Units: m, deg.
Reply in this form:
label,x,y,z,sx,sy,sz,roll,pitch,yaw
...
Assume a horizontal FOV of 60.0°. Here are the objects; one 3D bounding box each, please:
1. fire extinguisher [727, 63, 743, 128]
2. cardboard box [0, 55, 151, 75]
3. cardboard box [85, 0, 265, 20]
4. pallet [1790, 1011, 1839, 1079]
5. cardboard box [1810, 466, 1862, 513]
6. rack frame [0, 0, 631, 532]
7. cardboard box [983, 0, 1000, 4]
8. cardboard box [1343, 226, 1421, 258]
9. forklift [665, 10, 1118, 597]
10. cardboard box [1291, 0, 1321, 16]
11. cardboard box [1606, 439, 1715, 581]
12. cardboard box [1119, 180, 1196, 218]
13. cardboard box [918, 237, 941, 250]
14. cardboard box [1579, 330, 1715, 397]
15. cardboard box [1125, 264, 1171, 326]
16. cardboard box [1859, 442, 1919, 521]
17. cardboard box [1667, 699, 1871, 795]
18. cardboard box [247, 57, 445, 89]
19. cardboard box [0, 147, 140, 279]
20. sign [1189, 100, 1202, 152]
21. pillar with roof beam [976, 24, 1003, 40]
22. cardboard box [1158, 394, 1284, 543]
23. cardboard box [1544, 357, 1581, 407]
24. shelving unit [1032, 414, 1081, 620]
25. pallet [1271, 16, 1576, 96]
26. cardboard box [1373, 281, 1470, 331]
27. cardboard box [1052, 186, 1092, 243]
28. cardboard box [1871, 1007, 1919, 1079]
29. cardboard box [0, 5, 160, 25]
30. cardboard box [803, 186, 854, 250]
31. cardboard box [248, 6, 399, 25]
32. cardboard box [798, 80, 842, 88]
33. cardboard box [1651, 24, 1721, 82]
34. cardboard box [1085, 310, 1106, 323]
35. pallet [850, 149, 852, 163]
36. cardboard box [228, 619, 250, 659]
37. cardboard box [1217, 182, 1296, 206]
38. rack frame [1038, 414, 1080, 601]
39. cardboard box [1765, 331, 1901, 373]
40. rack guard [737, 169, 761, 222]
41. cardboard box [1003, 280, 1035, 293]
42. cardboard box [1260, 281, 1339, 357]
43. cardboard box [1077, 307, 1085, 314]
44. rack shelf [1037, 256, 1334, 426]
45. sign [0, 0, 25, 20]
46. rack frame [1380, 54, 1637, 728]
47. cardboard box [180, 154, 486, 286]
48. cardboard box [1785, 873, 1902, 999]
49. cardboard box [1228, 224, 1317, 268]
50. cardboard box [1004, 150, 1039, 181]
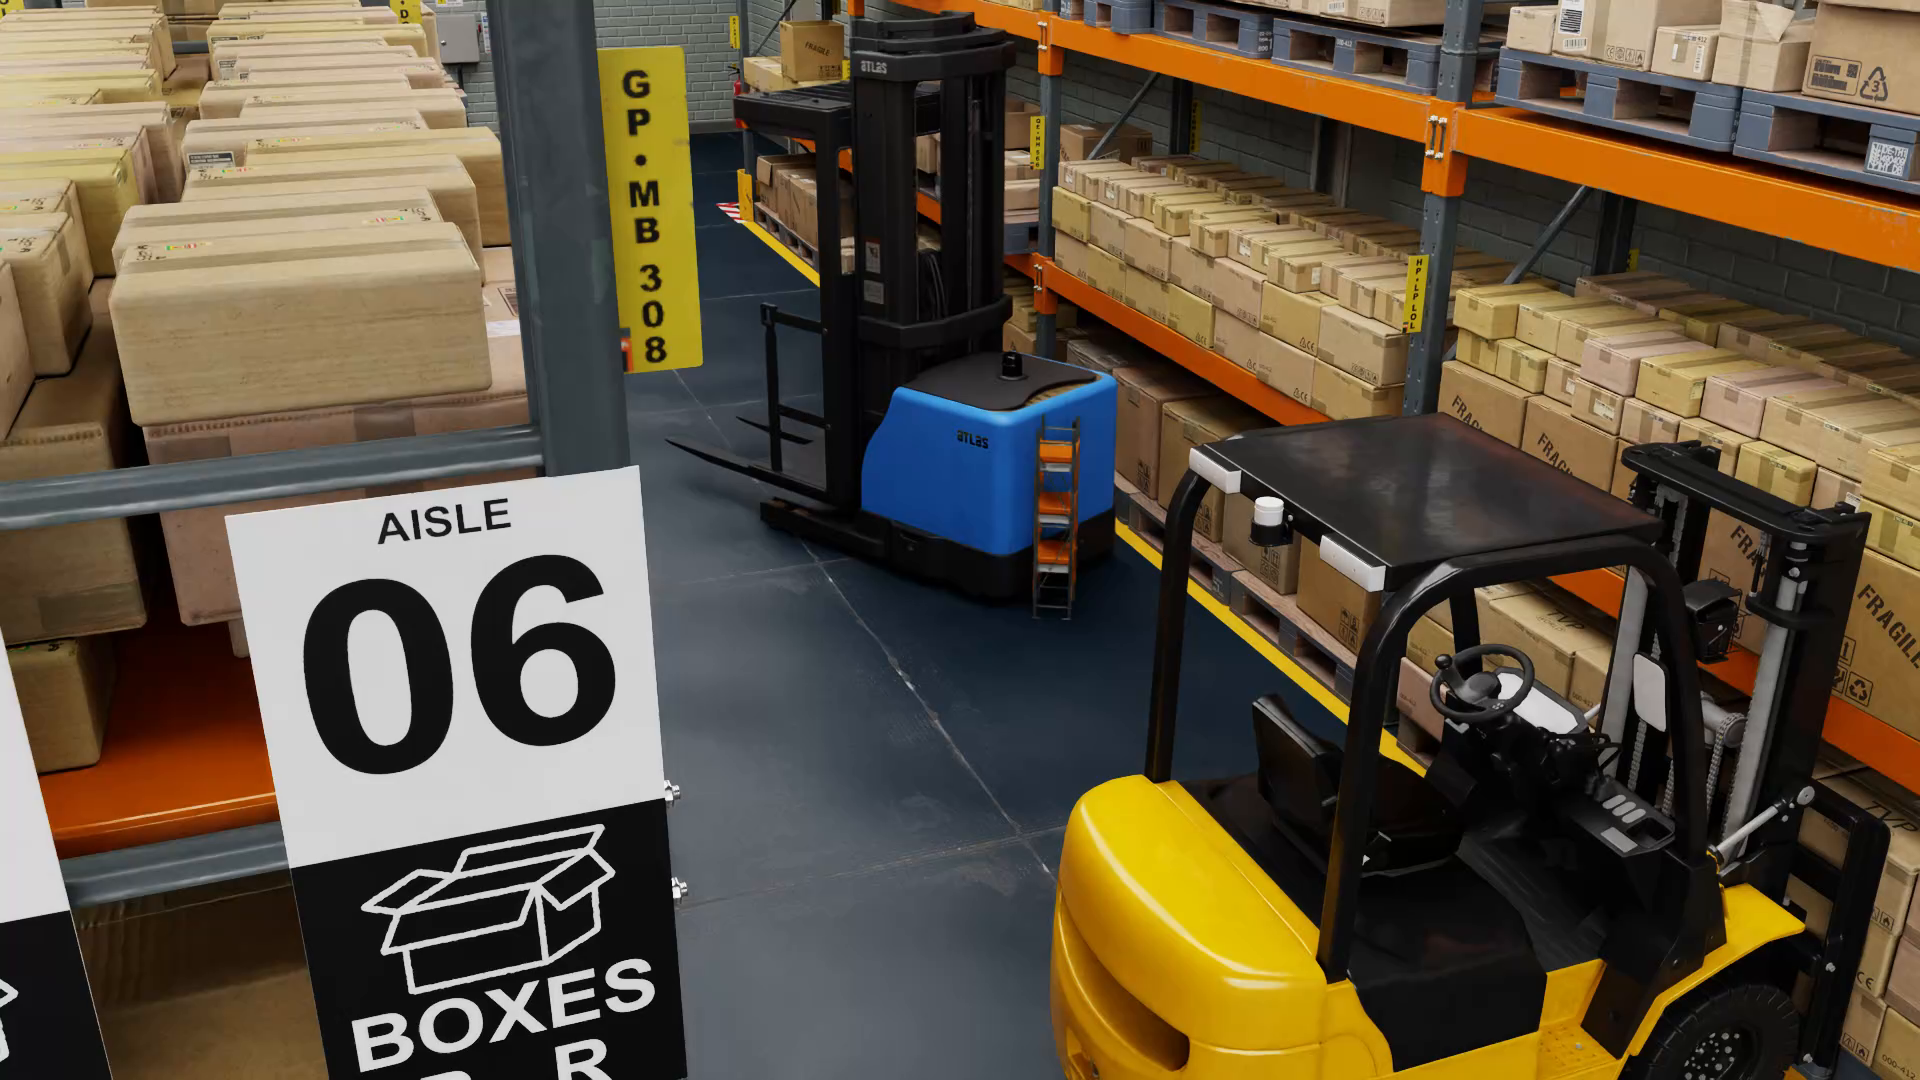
label,x,y,z,sx,sy,sz,roll,pitch,yaw
fire extinguisher,-2.320,-4.747,17.730,0.296,0.674,0.183,-8,24,-19
cardboard box,-1.922,-0.931,3.531,0.380,0.149,0.250,-9,24,-20
cardboard box,-2.563,-1.852,5.428,0.500,0.250,0.500,-8,24,-18
pallet,3.080,1.420,6.110,1.003,0.211,1.213,-8,24,-19
cardboard box,2.952,-0.149,5.278,0.380,0.149,0.250,-9,24,-19
rack frame,-0.826,-1.233,1.089,1.000,3.000,0.127,-8,24,-19
cardboard box,0.403,-3.706,11.012,0.500,0.250,0.500,-8,24,-19
cardboard box,2.173,-1.486,8.449,0.380,0.149,0.250,-8,24,-19
forklift,-0.553,-1.505,9.547,3.031,2.935,1.130,19,29,38
cardboard box,1.731,-2.468,7.535,0.380,0.149,0.250,-8,24,-19
cardboard box,2.695,-0.082,5.954,0.500,0.500,0.500,-9,24,-20
cardboard box,1.142,-1.966,9.589,0.380,0.149,0.250,-8,24,-18
cardboard box,-0.111,-2.309,13.209,0.380,0.149,0.250,-8,24,-19
cardboard box,2.509,-0.648,6.078,0.380,0.149,0.250,-8,24,-18
cardboard box,1.280,-1.424,9.459,0.500,0.250,0.500,-9,25,-21
cardboard box,2.948,-0.184,4.977,0.380,0.149,0.250,-8,24,-18
cardboard box,2.816,0.786,5.736,0.500,0.250,0.500,-9,24,-20
cardboard box,-1.286,-0.920,3.506,0.380,0.149,0.250,-8,24,-18
cardboard box,-1.426,-0.473,2.445,0.380,0.149,0.250,-8,24,-19
sign,1.508,-2.668,10.728,0.100,0.325,0.005,-8,24,-19
pillar with roof beam,-3.853,-6.061,12.545,9.100,9.000,0.400,-8,24,-19
cardboard box,1.674,-0.447,9.466,0.875,0.625,0.625,-9,25,-21
cardboard box,2.481,-0.612,6.377,0.380,0.149,0.250,-8,24,-19
shelving unit,0.503,-0.115,8.670,0.215,1.050,0.252,3,23,8
pallet,2.079,-2.217,7.532,0.805,0.209,1.217,-9,25,-21
cardboard box,2.075,-1.043,7.398,0.380,0.149,0.250,-7,24,-17
cardboard box,0.895,-2.021,10.231,0.500,0.250,0.500,-8,24,-19
cardboard box,3.188,1.614,5.059,0.500,0.250,0.500,-8,24,-19
cardboard box,-2.433,-1.396,4.636,0.380,0.149,0.250,-9,24,-20
cardboard box,-1.076,-3.078,15.867,0.700,0.500,0.500,-9,25,-21
cardboard box,-1.759,-1.386,4.612,0.380,0.149,0.250,-9,24,-20
cardboard box,-1.186,-4.093,15.410,0.500,0.250,0.500,-9,24,-19
cardboard box,2.549,-1.626,5.538,0.380,0.149,0.250,-8,24,-17
cardboard box,1.097,-1.630,11.598,0.380,0.149,0.250,-7,24,-16
pallet,-0.243,-3.117,13.531,1.003,0.211,1.213,-8,24,-19
cardboard box,-0.816,0.017,2.309,0.380,0.149,0.250,-9,25,-21
cardboard box,1.697,-1.945,9.538,0.380,0.149,0.250,-8,24,-19
rack frame,0.521,-0.161,8.781,0.200,1.050,0.008,3,23,8
cardboard box,3.174,-0.641,6.062,0.380,0.149,0.250,-9,24,-20
rack guard,-1.809,-3.785,18.086,1.175,0.500,0.348,-8,24,-19
cardboard box,0.402,-1.739,11.857,0.380,0.149,0.250,-9,25,-21
cardboard box,1.802,-1.095,8.034,0.500,0.250,0.500,-9,24,-20
cardboard box,0.949,-1.472,12.057,0.500,0.500,0.500,-8,24,-19
rack shelf,1.697,-0.999,9.185,1.077,0.370,4.000,-8,24,-19
sign,-2.757,-1.646,4.759,0.100,0.325,0.005,-8,24,-19
rack frame,2.403,-0.604,7.321,1.000,3.000,0.127,-8,24,-19
cardboard box,-0.895,-0.448,2.386,0.380,0.149,0.250,-8,24,-19
cardboard box,2.983,1.190,5.420,0.500,0.250,0.500,-9,24,-20
cardboard box,1.596,-1.503,8.490,0.380,0.149,0.250,-8,24,-19
cardboard box,0.315,-2.521,11.521,0.500,0.250,0.500,-10,25,-21
